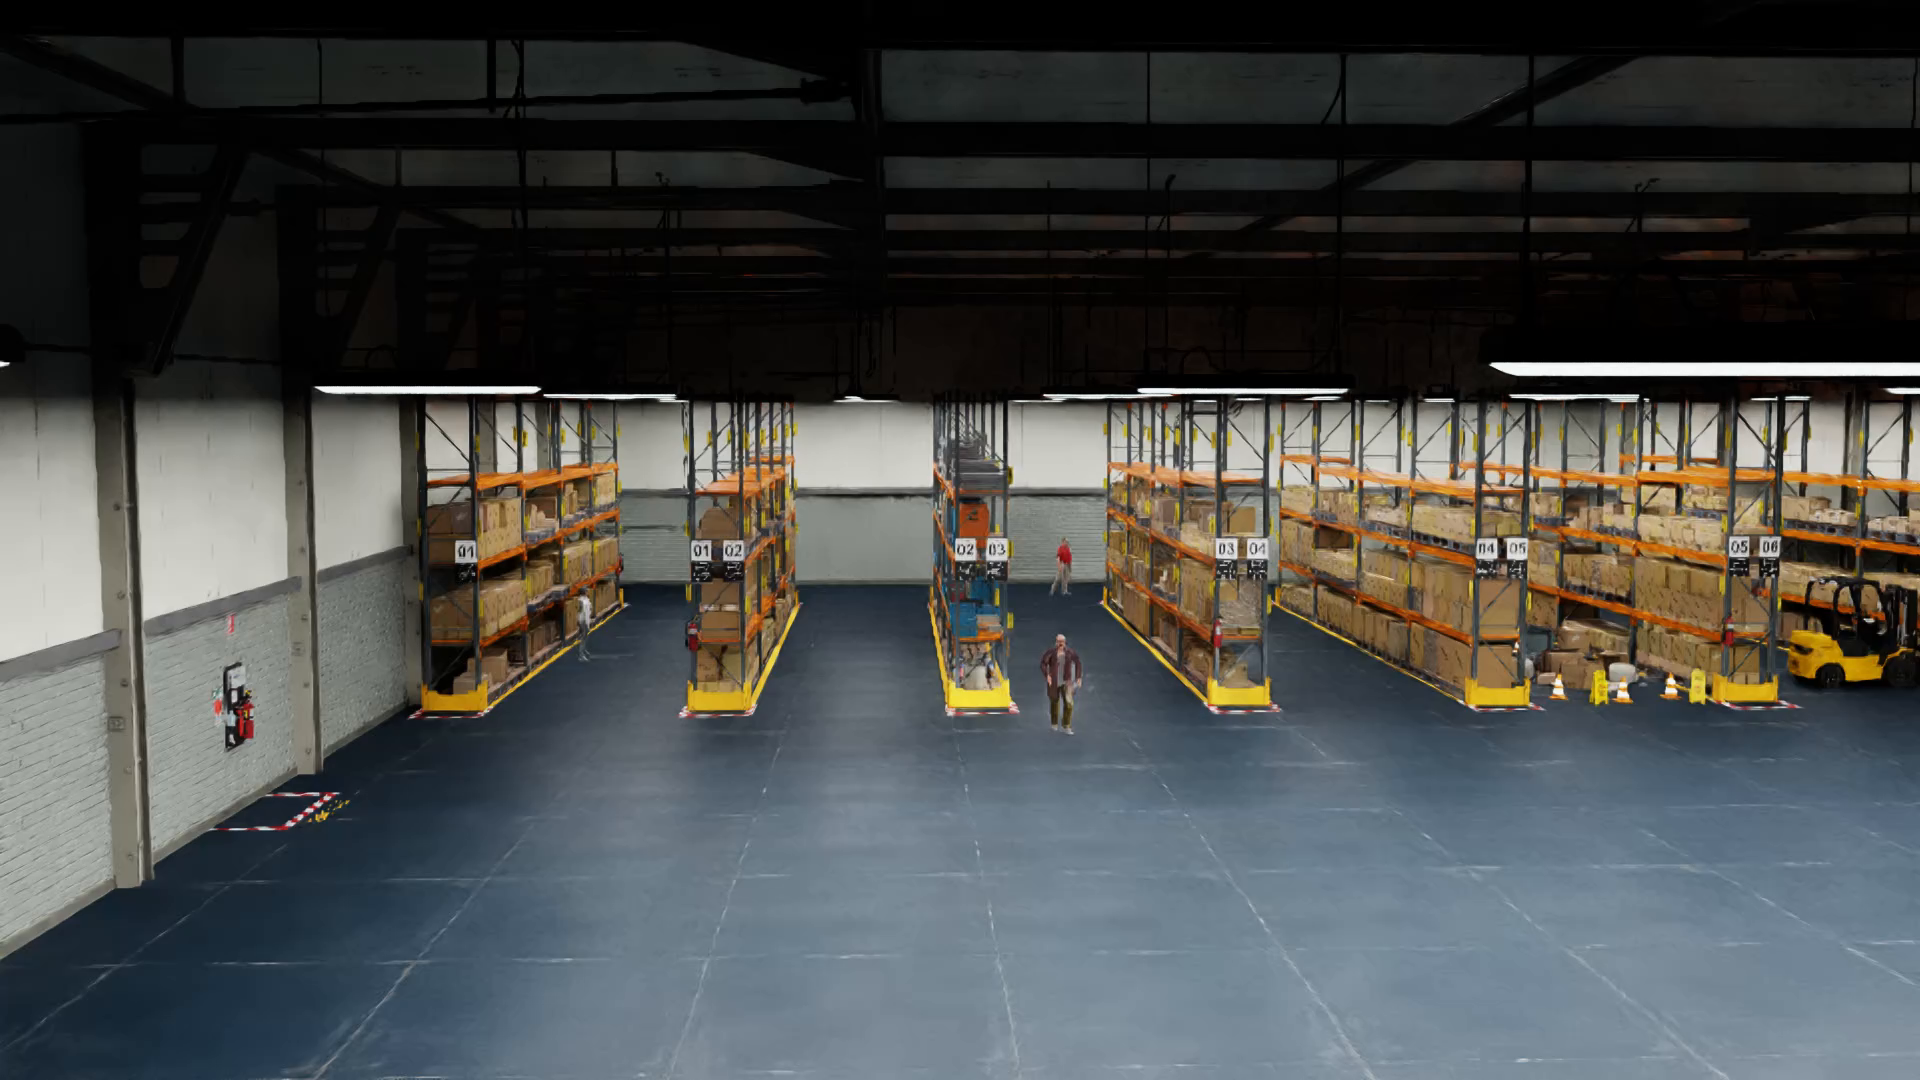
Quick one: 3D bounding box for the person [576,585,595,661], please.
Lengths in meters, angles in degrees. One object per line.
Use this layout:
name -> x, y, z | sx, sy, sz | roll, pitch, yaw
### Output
person -> -8.361, 1.839, 37.190 | 0.434, 1.684, 0.552 | -2, 5, -26

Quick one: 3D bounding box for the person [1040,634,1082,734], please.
person -> 1.768, 2.490, 29.021 | 0.750, 1.737, 0.747 | 0, 5, 1

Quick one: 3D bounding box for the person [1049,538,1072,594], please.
person -> 3.015, 0.787, 50.065 | 0.731, 1.721, 0.518 | -5, 7, -45

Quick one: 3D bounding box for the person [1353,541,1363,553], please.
person -> 12.228, 0.729, 51.310 | 0.446, 1.591, 1.110 | 0, 5, -5
